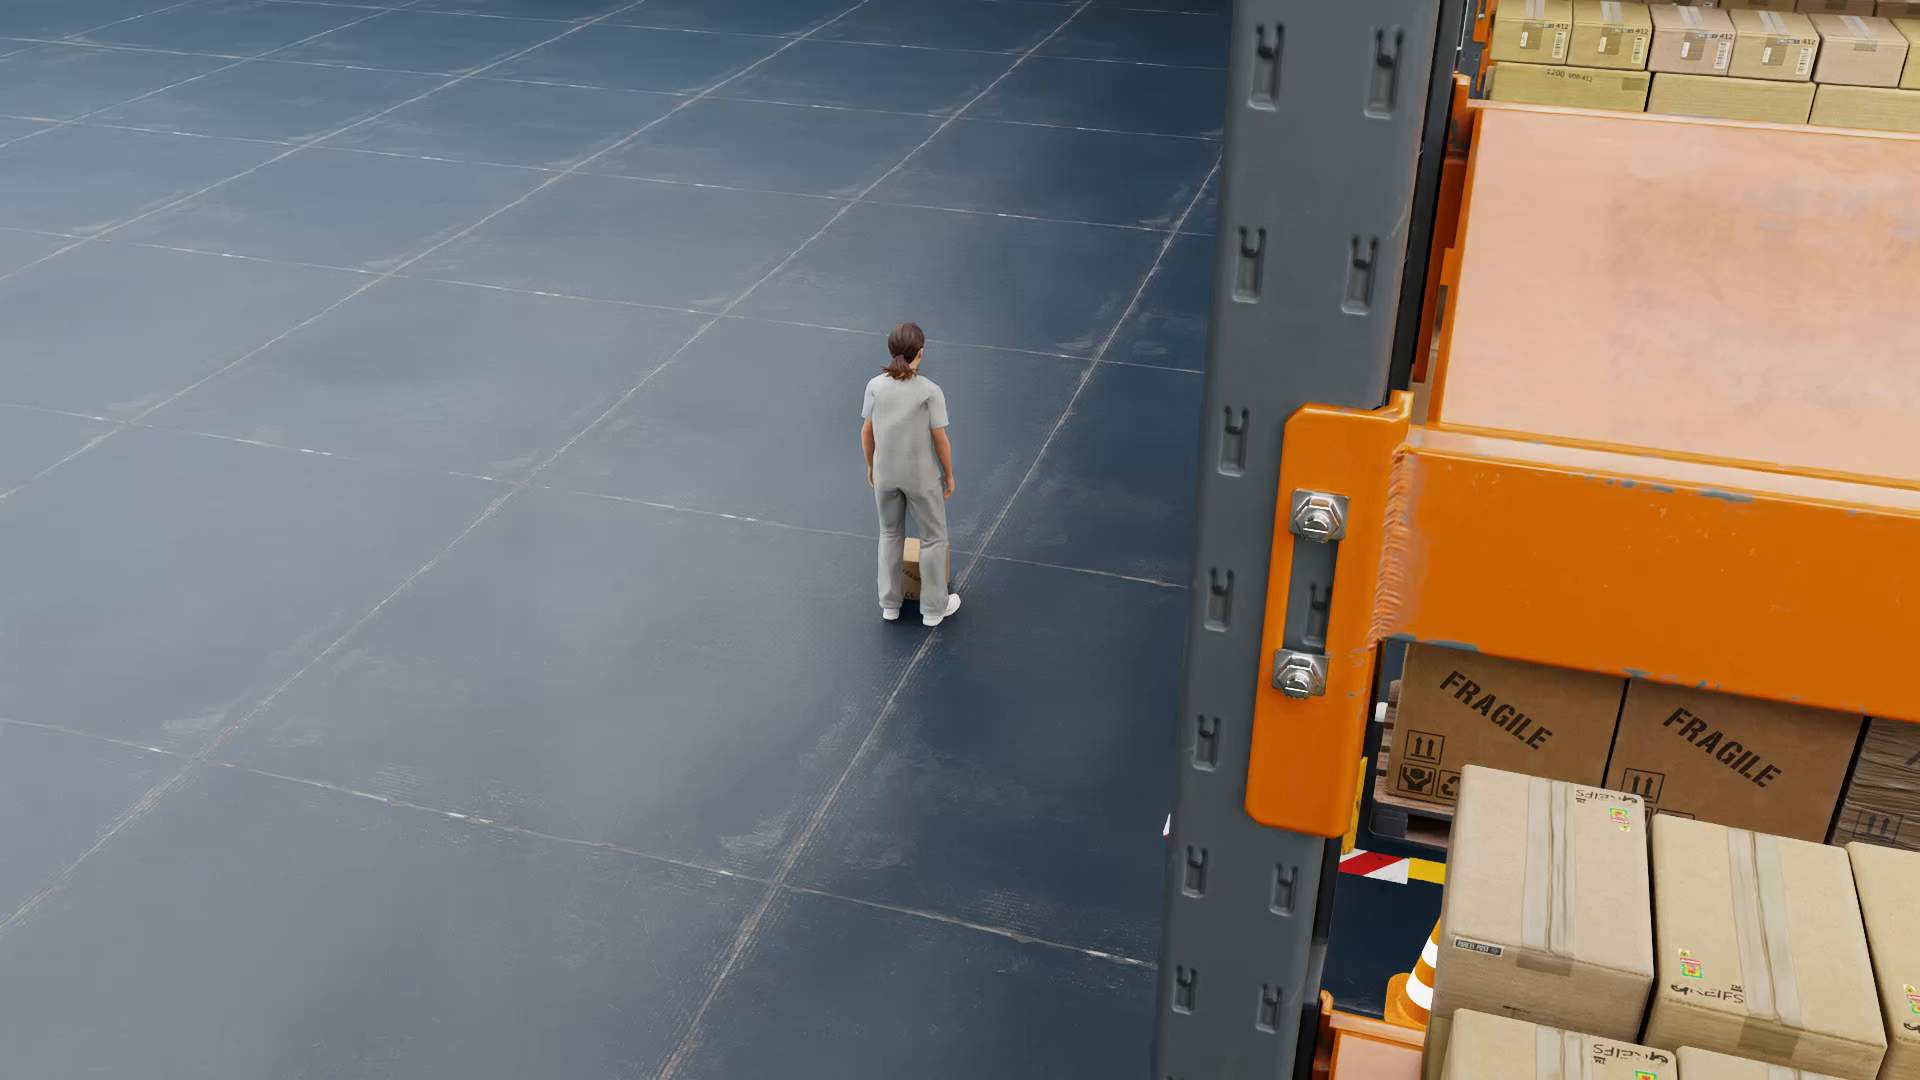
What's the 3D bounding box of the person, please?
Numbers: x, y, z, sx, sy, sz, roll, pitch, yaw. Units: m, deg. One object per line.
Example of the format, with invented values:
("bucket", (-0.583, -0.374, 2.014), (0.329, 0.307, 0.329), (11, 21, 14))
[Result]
("person", (-0.271, -0.335, 8.724), (0.486, 1.673, 0.357), (9, 31, 15))
